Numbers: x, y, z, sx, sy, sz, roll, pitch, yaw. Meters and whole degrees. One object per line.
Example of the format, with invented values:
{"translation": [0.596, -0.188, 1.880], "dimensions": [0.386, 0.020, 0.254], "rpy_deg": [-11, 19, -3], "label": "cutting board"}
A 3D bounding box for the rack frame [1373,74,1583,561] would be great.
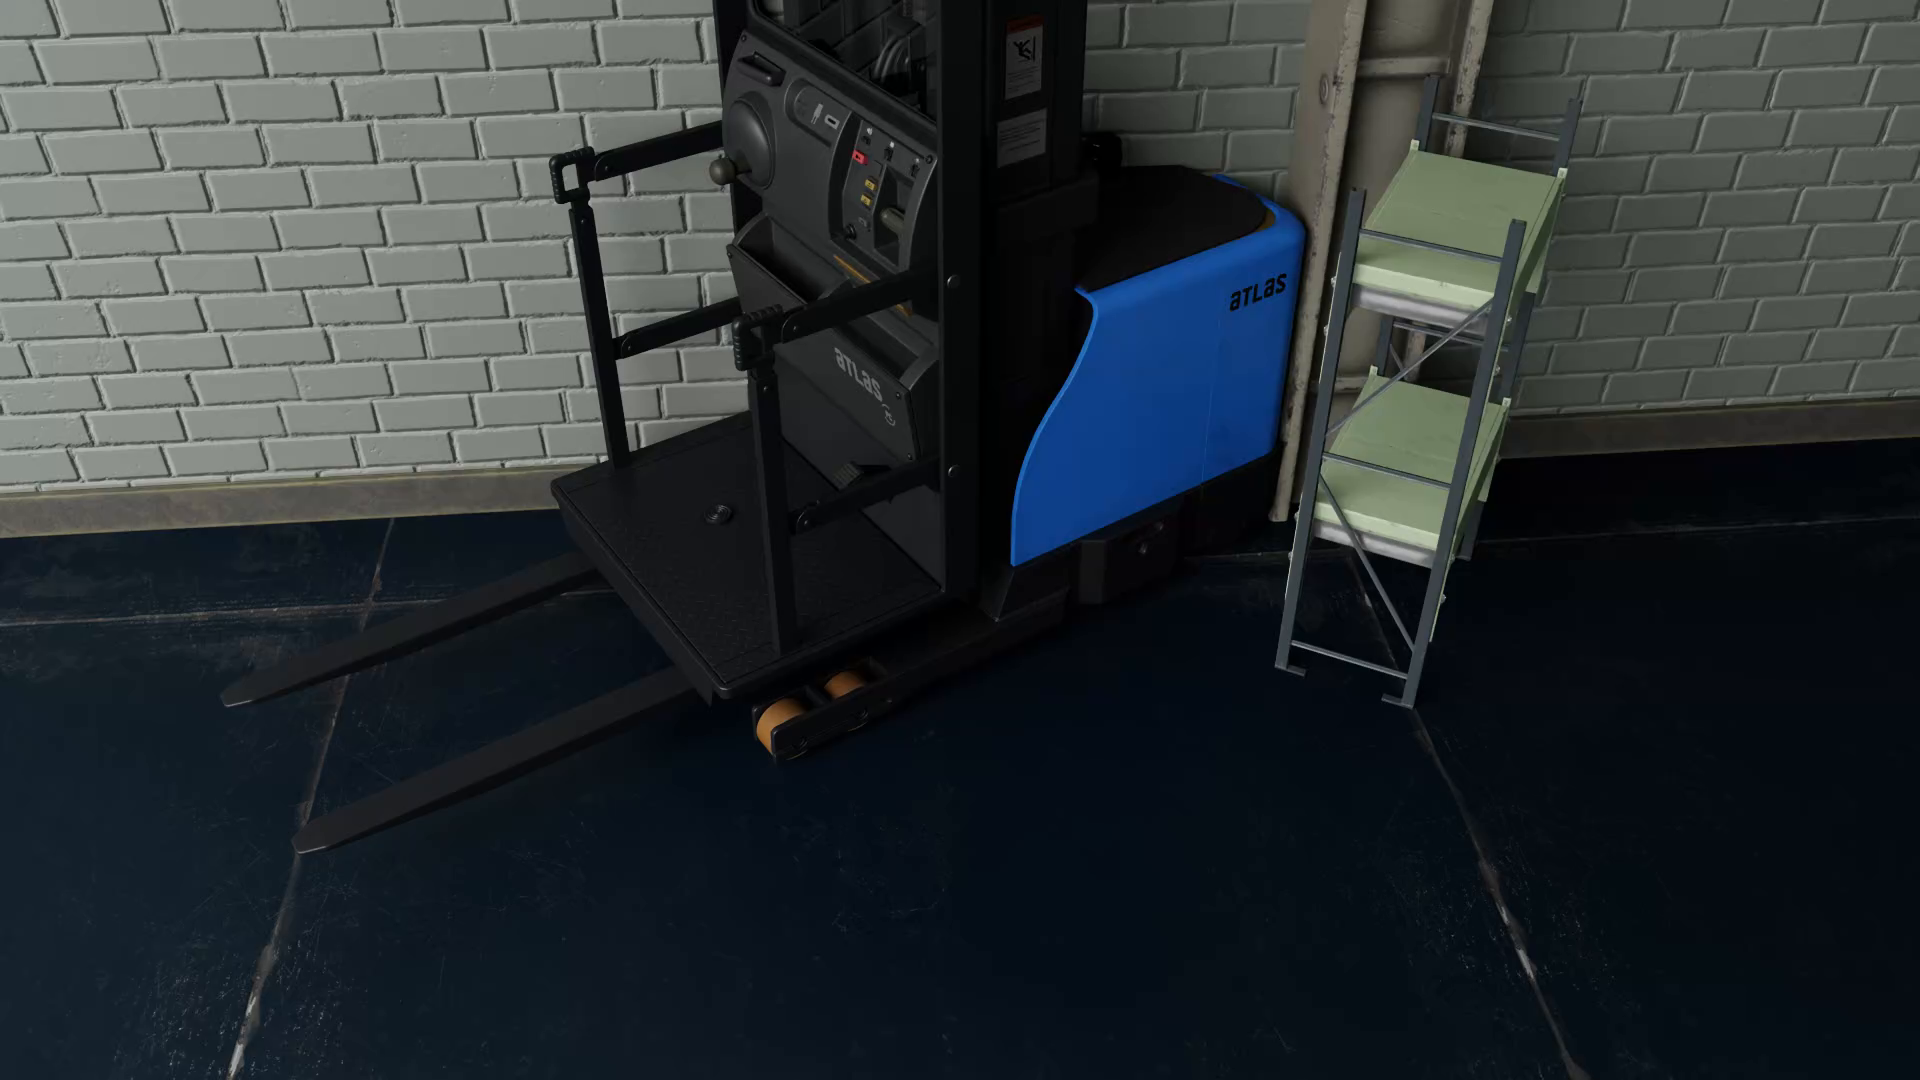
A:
{"translation": [1.409, -0.582, 4.777], "dimensions": [0.400, 1.500, 0.023], "rpy_deg": [17, 41, 20], "label": "rack frame"}

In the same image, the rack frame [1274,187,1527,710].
{"translation": [1.090, -0.174, 4.260], "dimensions": [0.400, 1.500, 0.023], "rpy_deg": [17, 41, 20], "label": "rack frame"}

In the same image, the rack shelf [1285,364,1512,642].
{"translation": [1.249, -0.122, 4.720], "dimensions": [0.431, 0.370, 0.720], "rpy_deg": [17, 41, 20], "label": "rack shelf"}

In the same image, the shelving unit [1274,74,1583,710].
{"translation": [1.249, -0.378, 4.519], "dimensions": [0.431, 1.500, 0.755], "rpy_deg": [17, 41, 20], "label": "shelving unit"}

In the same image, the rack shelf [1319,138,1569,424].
{"translation": [1.249, -0.685, 4.277], "dimensions": [0.431, 0.370, 0.720], "rpy_deg": [17, 41, 20], "label": "rack shelf"}

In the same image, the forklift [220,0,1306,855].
{"translation": [-0.513, -0.932, 4.065], "dimensions": [3.031, 2.935, 1.130], "rpy_deg": [-23, 44, -26], "label": "forklift"}
